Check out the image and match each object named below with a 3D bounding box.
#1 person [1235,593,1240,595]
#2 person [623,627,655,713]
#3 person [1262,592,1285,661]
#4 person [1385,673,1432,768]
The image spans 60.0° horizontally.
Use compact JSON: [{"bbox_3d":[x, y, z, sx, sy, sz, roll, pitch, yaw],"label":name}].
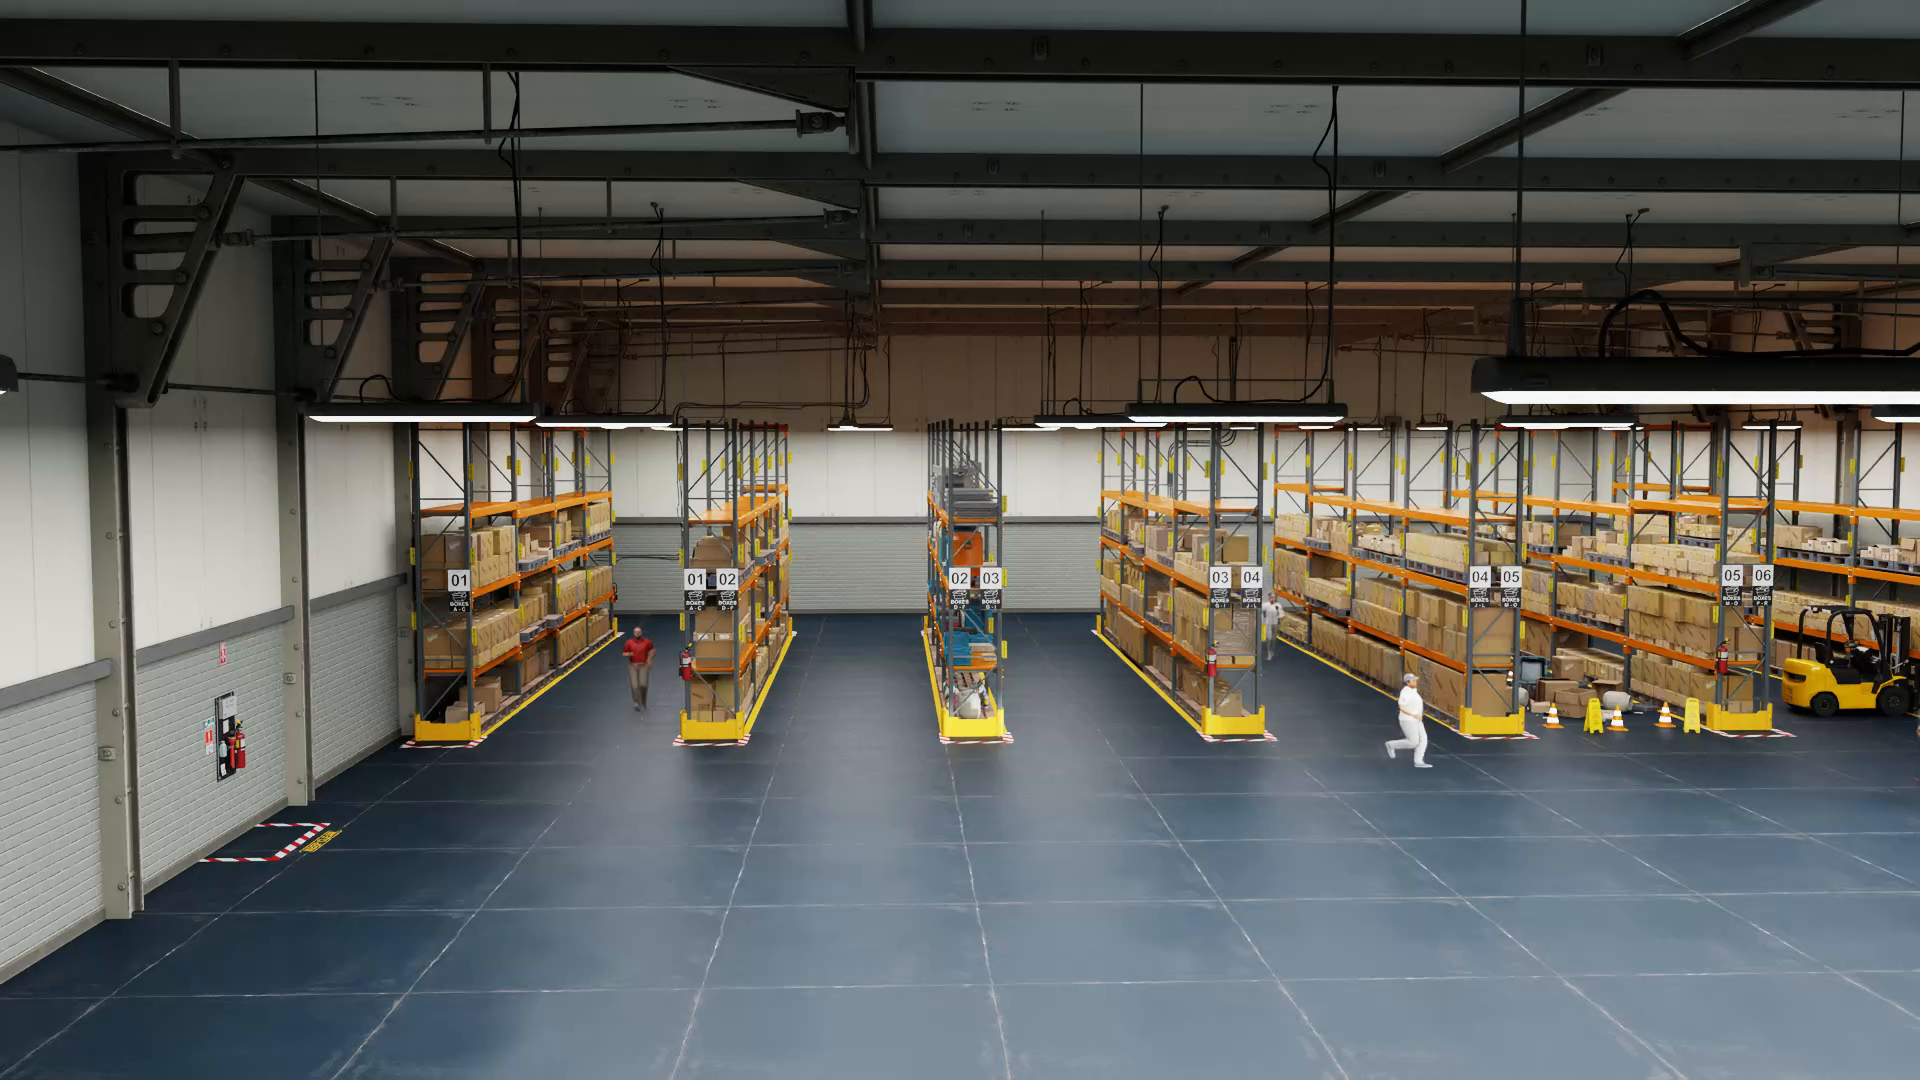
[{"bbox_3d":[7.716,1.913,47.556,0.575,1.539,0.730,2,4,30],"label":"person"},{"bbox_3d":[-6.622,2.682,34.239,0.640,1.781,0.727,0,4,-8],"label":"person"},{"bbox_3d":[7.934,2.180,42.231,0.600,1.743,0.767,0,4,1],"label":"person"},{"bbox_3d":[7.722,3.094,28.518,0.769,1.624,0.621,2,4,31],"label":"person"}]
